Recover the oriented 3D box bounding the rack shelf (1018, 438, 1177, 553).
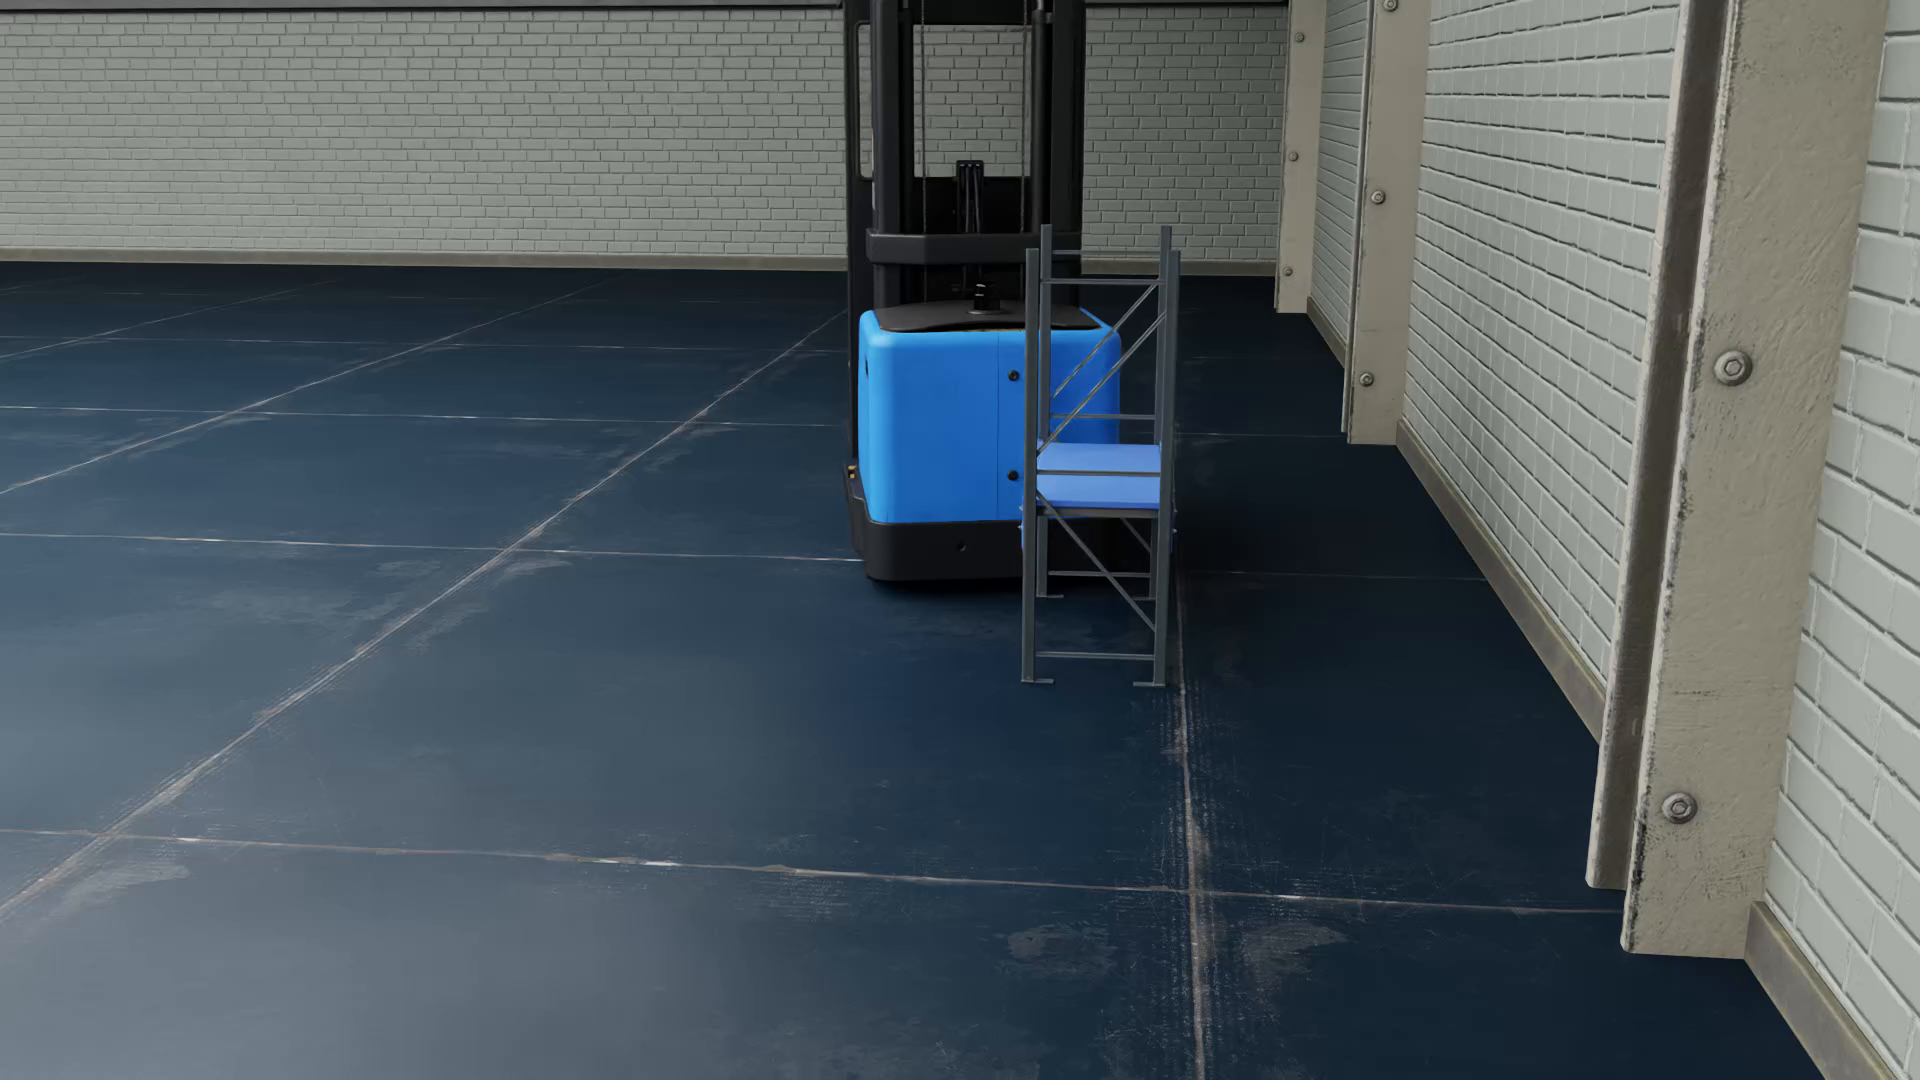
[{"bbox_3d":[0.514,-0.180,6.143,0.538,0.185,1.000,1,15,5],"label":"rack shelf"}]

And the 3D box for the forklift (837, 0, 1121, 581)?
[{"bbox_3d":[-0.006,-1.583,7.900,1.130,2.935,3.031,-2,15,-6],"label":"forklift"}]

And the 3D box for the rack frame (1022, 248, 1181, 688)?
[{"bbox_3d":[0.466,-0.221,5.607,0.500,1.500,0.032,1,15,5],"label":"rack frame"}]

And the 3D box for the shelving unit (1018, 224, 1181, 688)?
[{"bbox_3d":[0.514,-0.353,6.096,0.538,1.500,1.048,1,15,5],"label":"shelving unit"}]

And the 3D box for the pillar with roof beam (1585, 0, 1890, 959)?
[{"bbox_3d":[-2.502,-3.526,3.464,9.100,9.000,0.400,2,15,6],"label":"pillar with roof beam"}]

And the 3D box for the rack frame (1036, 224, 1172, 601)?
[{"bbox_3d":[0.562,-0.485,6.584,0.500,1.500,0.032,1,15,5],"label":"rack frame"}]

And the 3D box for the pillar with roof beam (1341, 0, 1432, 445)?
[{"bbox_3d":[-1.825,-5.083,9.219,9.100,9.000,0.400,2,15,6],"label":"pillar with roof beam"}]

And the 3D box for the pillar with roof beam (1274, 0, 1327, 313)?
[{"bbox_3d":[-1.148,-6.639,14.974,9.100,9.000,0.400,2,15,6],"label":"pillar with roof beam"}]
